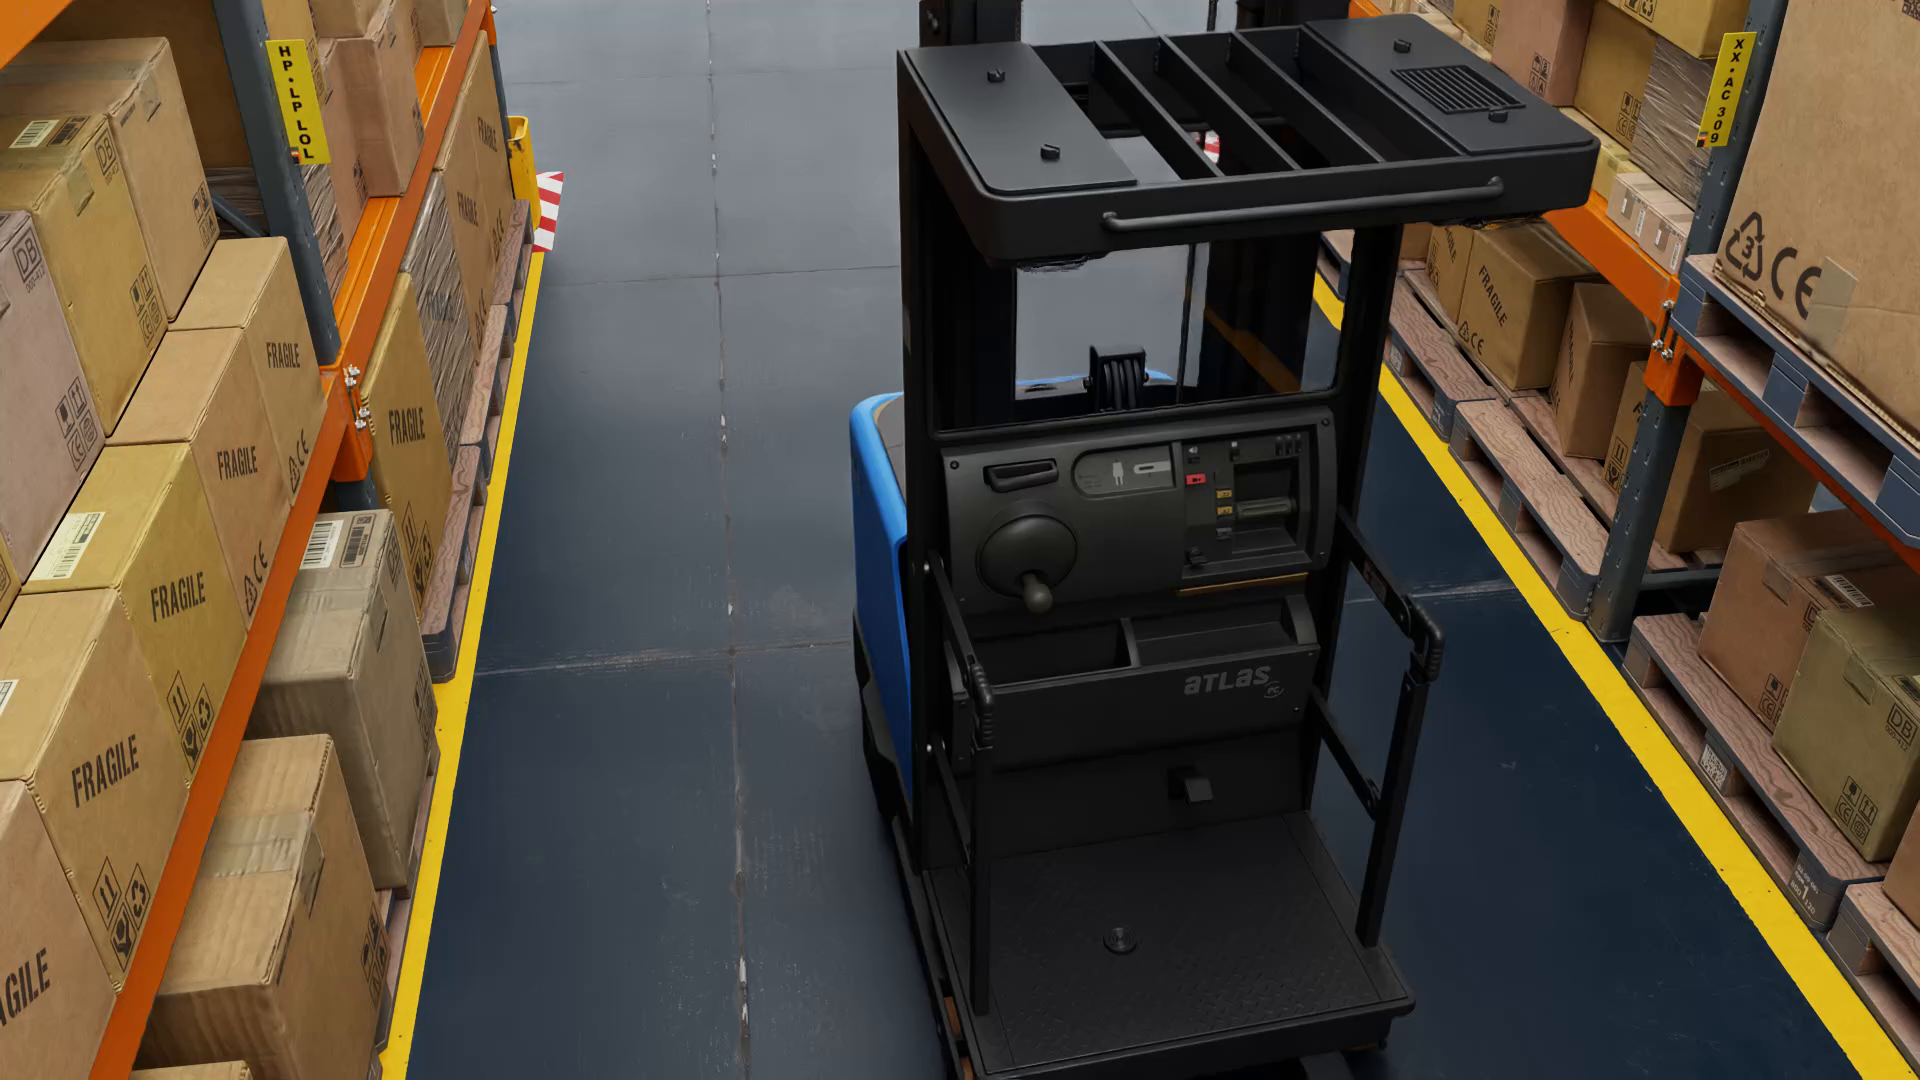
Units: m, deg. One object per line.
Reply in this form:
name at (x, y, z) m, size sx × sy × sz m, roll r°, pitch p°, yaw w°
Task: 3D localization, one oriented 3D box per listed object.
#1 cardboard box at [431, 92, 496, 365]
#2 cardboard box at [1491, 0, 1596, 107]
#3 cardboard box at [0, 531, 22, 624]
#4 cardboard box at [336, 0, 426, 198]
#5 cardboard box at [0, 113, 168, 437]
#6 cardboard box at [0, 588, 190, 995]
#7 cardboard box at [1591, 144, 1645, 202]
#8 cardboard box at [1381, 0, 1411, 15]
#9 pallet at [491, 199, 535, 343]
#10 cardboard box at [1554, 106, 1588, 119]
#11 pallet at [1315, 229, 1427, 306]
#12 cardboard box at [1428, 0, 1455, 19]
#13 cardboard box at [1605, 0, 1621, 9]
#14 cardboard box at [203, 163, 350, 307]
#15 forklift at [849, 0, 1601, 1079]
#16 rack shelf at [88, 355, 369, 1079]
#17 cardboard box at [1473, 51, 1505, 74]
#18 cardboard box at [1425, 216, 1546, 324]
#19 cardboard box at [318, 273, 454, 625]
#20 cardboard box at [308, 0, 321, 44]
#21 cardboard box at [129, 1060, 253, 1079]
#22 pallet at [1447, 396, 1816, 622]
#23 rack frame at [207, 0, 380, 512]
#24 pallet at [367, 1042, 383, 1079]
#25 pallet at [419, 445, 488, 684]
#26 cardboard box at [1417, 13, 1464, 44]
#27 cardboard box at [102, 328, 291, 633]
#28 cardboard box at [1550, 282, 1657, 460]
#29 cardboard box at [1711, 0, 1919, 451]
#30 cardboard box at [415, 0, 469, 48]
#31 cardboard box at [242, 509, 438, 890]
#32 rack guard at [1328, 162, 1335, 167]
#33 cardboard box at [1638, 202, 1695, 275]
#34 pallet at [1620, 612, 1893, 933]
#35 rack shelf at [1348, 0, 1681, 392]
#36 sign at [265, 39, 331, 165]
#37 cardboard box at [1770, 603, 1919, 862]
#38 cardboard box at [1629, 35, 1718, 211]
cardboard box at (-2.500, -1.293, 6.998) m, size 0.875 × 0.875 × 0.875 m, roll -5°, pitch 35°, yaw -7°
cardboard box at (2.491, -1.922, 6.054) m, size 0.875 × 0.500 × 0.500 m, roll -4°, pitch 35°, yaw -6°
cardboard box at (-1.961, 0.043, 2.547) m, size 0.700 × 0.500 × 0.500 m, roll -5°, pitch 35°, yaw -7°
cardboard box at (-2.353, -1.512, 5.672) m, size 0.875 × 0.550 × 0.550 m, roll -4°, pitch 35°, yaw -6°
cardboard box at (-2.096, -0.521, 3.374) m, size 0.700 × 0.500 × 0.500 m, roll -5°, pitch 35°, yaw -7°
cardboard box at (-1.698, 0.447, 2.842) m, size 0.500 × 0.500 × 0.500 m, roll -5°, pitch 35°, yaw -7°
cardboard box at (2.371, -1.227, 5.611) m, size 0.380 × 0.149 × 0.250 m, roll -4°, pitch 35°, yaw -6°
cardboard box at (2.067, -2.341, 7.244) m, size 0.380 × 0.149 × 0.250 m, roll -4°, pitch 35°, yaw -6°
pallet at (-2.592, -1.269, 7.925) m, size 1.003 × 0.211 × 1.213 m, roll -4°, pitch 35°, yaw -6°
cardboard box at (2.324, -1.508, 6.022) m, size 0.380 × 0.149 × 0.250 m, roll -4°, pitch 35°, yaw -6°
pallet at (2.236, -1.531, 8.309) m, size 1.003 × 0.211 × 1.213 m, roll -4°, pitch 35°, yaw -6°
cardboard box at (2.409, -2.484, 6.879) m, size 0.875 × 0.500 × 0.500 m, roll -4°, pitch 35°, yaw -6°
cardboard box at (2.287, -2.036, 5.333) m, size 0.500 × 0.500 × 0.500 m, roll -4°, pitch 35°, yaw -6°
cardboard box at (-2.301, -0.897, 4.769) m, size 0.875 × 0.550 × 0.550 m, roll -4°, pitch 35°, yaw -6°
forklift at (0.471, -0.003, 3.652) m, size 1.130 × 2.935 × 3.031 m, roll -7°, pitch 35°, yaw -10°
rack shelf at (-1.970, 0.783, 3.076) m, size 1.077 × 0.370 × 4.000 m, roll -4°, pitch 35°, yaw -6°
cardboard box at (2.182, -1.781, 6.423) m, size 0.380 × 0.149 × 0.250 m, roll -4°, pitch 35°, yaw -6°
cardboard box at (2.398, -1.290, 7.327) m, size 0.500 × 0.500 × 0.500 m, roll -1°, pitch 34°, yaw -2°
cardboard box at (-2.255, -0.282, 5.514) m, size 0.875 × 0.875 × 0.875 m, roll -4°, pitch 34°, yaw -6°
cardboard box at (-2.444, -1.645, 4.908) m, size 0.875 × 0.550 × 0.550 m, roll -4°, pitch 35°, yaw -6°
cardboard box at (-1.815, 1.524, 2.975) m, size 1.050 × 0.750 × 0.750 m, roll -4°, pitch 34°, yaw -6°
pallet at (2.564, -0.169, 6.311) m, size 1.003 × 0.211 × 1.213 m, roll -4°, pitch 35°, yaw -6°
rack frame at (-2.239, -0.630, 4.511) m, size 1.000 × 3.000 × 0.127 m, roll -4°, pitch 35°, yaw -6°
pallet at (-1.894, 1.629, 3.671) m, size 1.003 × 0.211 × 1.213 m, roll -4°, pitch 35°, yaw -6°
pallet at (-2.264, 0.092, 5.927) m, size 1.003 × 0.211 × 1.213 m, roll -4°, pitch 35°, yaw -6°
cardboard box at (2.059, -2.056, 6.827) m, size 0.380 × 0.149 × 0.250 m, roll -4°, pitch 35°, yaw -6°
cardboard box at (-1.836, -0.118, 3.671) m, size 0.500 × 0.500 × 0.500 m, roll -5°, pitch 35°, yaw -7°
cardboard box at (2.590, -0.635, 6.365) m, size 0.500 × 0.500 × 0.500 m, roll 6°, pitch 35°, yaw 9°
cardboard box at (2.657, -0.917, 4.026) m, size 1.000 × 1.000 × 1.000 m, roll -4°, pitch 34°, yaw -6°
cardboard box at (-2.587, -2.415, 6.997) m, size 0.875 × 0.550 × 0.550 m, roll -4°, pitch 35°, yaw -6°
cardboard box at (-2.067, 0.466, 4.528) m, size 1.050 × 0.750 × 0.750 m, roll -5°, pitch 35°, yaw -7°
rack guard at (2.161, -2.106, 8.896) m, size 1.175 × 0.500 × 0.348 m, roll -4°, pitch 35°, yaw -6°
cardboard box at (2.369, -0.943, 5.193) m, size 0.380 × 0.149 × 0.250 m, roll -4°, pitch 35°, yaw -6°
pallet at (2.795, 0.637, 5.127) m, size 1.003 × 0.211 × 1.213 m, roll -4°, pitch 35°, yaw -6°
rack shelf at (2.420, -1.768, 6.820) m, size 1.077 × 0.370 × 4.000 m, roll -4°, pitch 35°, yaw -6°
sign at (-1.703, -1.122, 4.275) m, size 0.100 × 0.325 × 0.005 m, roll -4°, pitch 35°, yaw -6°
cardboard box at (2.796, 0.514, 4.662) m, size 0.700 × 0.500 × 0.500 m, roll -5°, pitch 35°, yaw -7°
cardboard box at (2.690, -1.369, 5.243) m, size 0.875 × 0.500 × 0.500 m, roll -4°, pitch 35°, yaw -6°
